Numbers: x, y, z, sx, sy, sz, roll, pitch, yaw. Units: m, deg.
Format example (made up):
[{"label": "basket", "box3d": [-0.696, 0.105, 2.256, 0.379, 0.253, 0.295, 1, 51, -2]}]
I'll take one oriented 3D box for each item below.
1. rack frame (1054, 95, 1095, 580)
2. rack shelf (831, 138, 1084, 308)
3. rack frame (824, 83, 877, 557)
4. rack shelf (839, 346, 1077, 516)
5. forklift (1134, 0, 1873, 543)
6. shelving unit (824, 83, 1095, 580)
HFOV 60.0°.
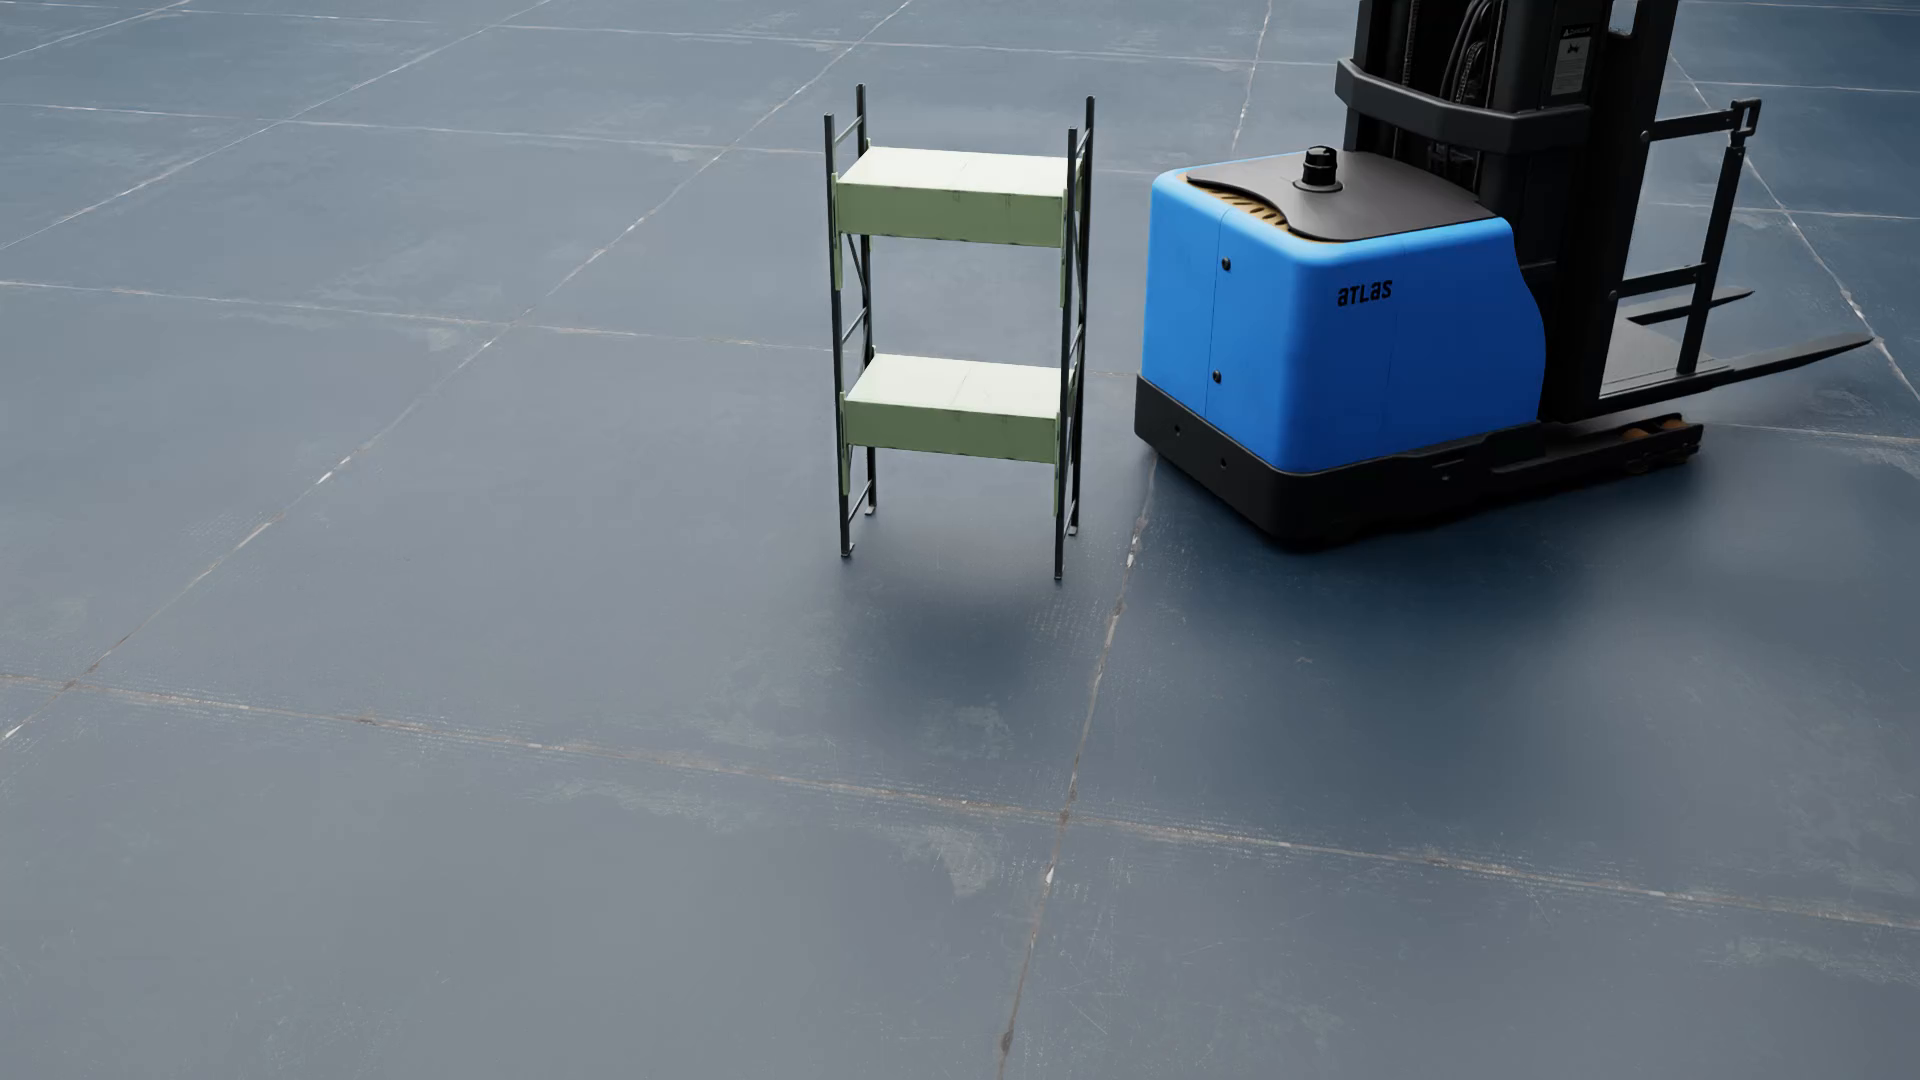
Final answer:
[{"label": "rack frame", "box3d": [0.364, -0.620, 5.322, 0.023, 1.500, 0.400, 6, 29, 11]}, {"label": "rack shelf", "box3d": [0.007, -1.000, 5.201, 0.720, 0.370, 0.431, 6, 29, 11]}, {"label": "rack frame", "box3d": [-0.351, -0.694, 5.456, 0.023, 1.500, 0.400, 6, 29, 11]}, {"label": "rack shelf", "box3d": [0.007, -0.371, 5.545, 0.720, 0.370, 0.431, 6, 29, 11]}, {"label": "forklift", "box3d": [2.223, -1.747, 5.890, 3.031, 2.935, 1.130, -13, 31, -22]}, {"label": "shelving unit", "box3d": [0.007, -0.657, 5.389, 0.755, 1.500, 0.431, 6, 29, 11]}]
